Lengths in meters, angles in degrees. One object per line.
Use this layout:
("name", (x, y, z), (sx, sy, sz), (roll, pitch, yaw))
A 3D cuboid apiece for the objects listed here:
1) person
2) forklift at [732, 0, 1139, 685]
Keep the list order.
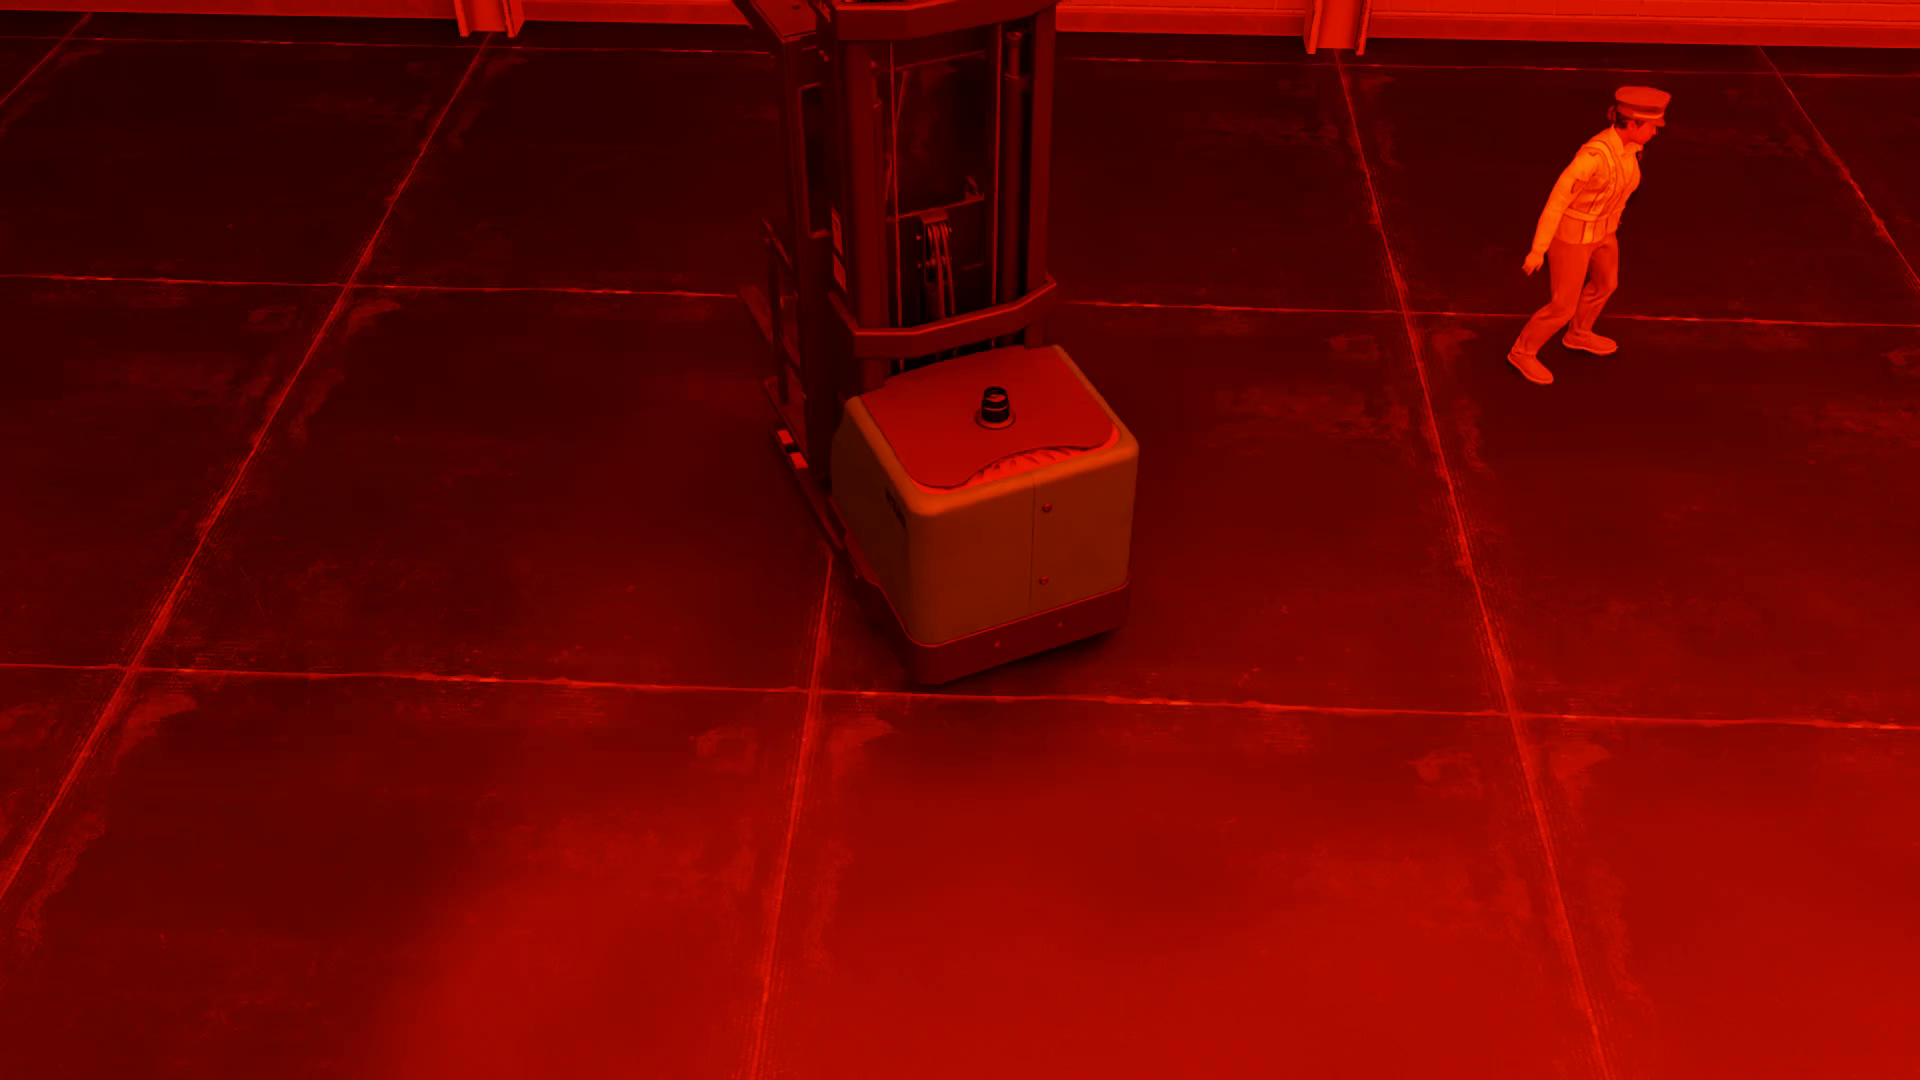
("person", (3.181, -1.540, 8.399), (0.784, 1.637, 0.381), (-31, 51, -29))
("forklift", (-0.300, -1.461, 7.342), (1.130, 2.935, 3.031), (-16, 45, -17))
